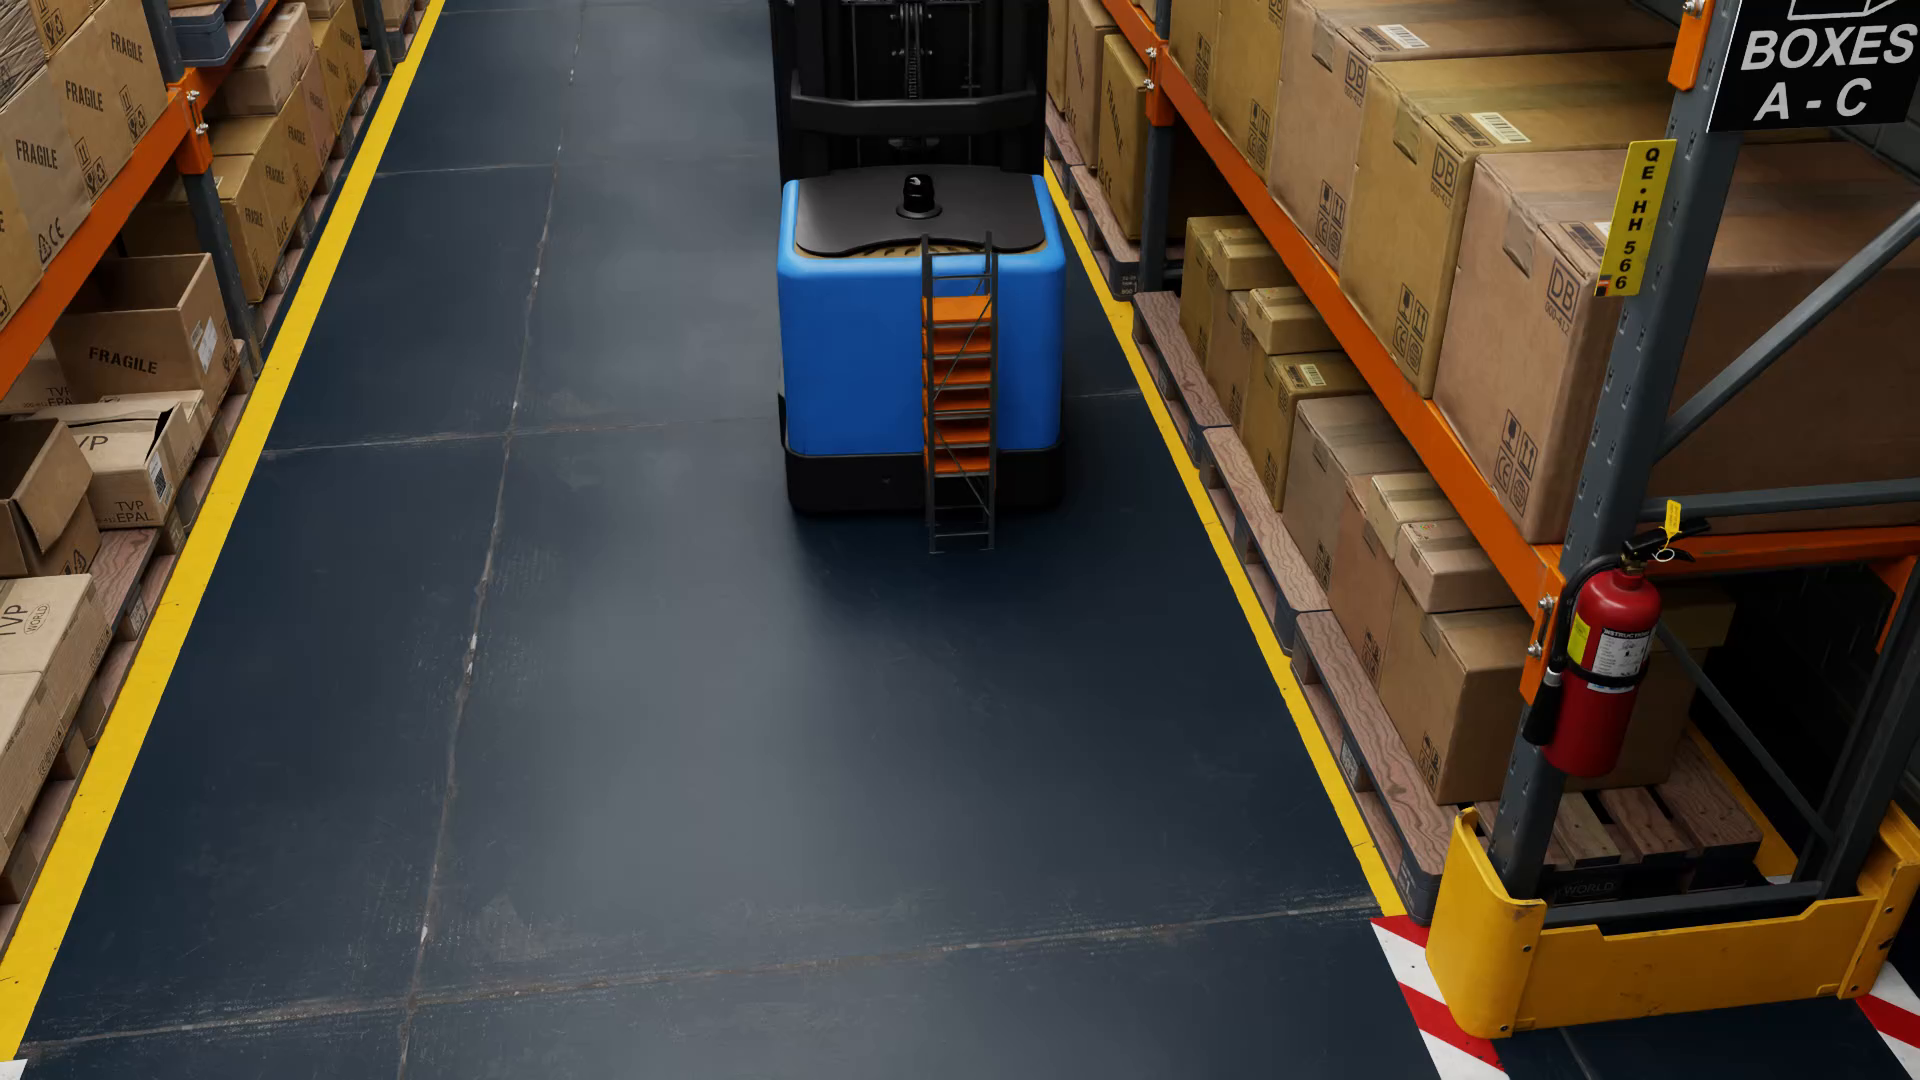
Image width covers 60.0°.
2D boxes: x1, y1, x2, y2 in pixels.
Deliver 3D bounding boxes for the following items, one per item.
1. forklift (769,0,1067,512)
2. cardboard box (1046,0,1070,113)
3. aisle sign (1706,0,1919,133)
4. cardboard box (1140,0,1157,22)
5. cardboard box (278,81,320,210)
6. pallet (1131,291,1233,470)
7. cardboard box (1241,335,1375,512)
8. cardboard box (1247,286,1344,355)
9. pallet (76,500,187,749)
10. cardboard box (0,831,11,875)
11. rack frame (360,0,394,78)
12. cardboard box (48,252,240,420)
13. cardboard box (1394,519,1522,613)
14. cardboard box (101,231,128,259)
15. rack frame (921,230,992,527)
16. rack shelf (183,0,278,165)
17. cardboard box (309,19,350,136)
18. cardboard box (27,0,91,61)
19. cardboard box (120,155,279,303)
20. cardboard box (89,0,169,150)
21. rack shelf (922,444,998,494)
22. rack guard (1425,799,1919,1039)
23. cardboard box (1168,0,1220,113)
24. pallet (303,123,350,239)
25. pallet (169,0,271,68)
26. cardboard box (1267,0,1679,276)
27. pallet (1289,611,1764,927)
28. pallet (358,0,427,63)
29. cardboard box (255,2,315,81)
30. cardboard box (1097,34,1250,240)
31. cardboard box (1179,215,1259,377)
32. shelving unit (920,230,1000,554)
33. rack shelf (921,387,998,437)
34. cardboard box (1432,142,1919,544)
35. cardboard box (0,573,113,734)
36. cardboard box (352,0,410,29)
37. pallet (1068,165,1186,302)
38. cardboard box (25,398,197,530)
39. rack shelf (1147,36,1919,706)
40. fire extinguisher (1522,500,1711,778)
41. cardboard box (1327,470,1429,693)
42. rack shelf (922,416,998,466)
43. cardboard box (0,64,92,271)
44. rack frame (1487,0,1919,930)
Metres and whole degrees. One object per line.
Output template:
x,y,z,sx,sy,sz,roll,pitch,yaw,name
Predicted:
-0.212,-2.123,6.763,1.130,2.935,3.031,-2,34,-3,forklift
0.874,-2.926,9.415,0.750,0.750,0.750,-5,35,-7,cardboard box
1.582,-1.097,2.888,0.394,0.787,0.004,-4,35,-6,aisle sign
1.005,-2.390,7.298,0.380,0.149,0.250,-4,34,-6,cardboard box
-3.543,-1.954,8.283,0.500,0.500,0.500,-4,34,-6,cardboard box
1.356,-0.735,7.142,1.003,0.211,1.213,-4,35,-6,pallet
1.461,-0.466,6.117,0.700,0.500,0.500,-4,34,-5,cardboard box
1.266,-0.805,6.039,0.380,0.149,0.250,-5,35,-8,cardboard box
-3.318,0.277,5.656,1.003,0.211,1.213,-4,35,-6,pallet
-2.788,0.881,4.418,0.380,0.166,0.250,-4,35,-6,cardboard box
-4.115,-4.173,9.709,1.000,3.000,0.127,-4,35,-6,rack frame
-3.219,-0.793,6.579,0.500,0.500,0.500,-4,35,-6,cardboard box
1.478,0.065,4.762,0.380,0.149,0.250,-5,35,-7,cardboard box
-3.927,-1.343,7.386,0.500,0.500,0.500,-5,35,-7,cardboard box
-0.011,-0.553,5.997,0.240,1.200,0.006,-3,34,-5,rack frame
-3.846,-2.759,8.274,1.077,0.370,4.000,-4,35,-6,rack shelf
-3.687,-2.529,9.126,0.500,0.500,0.500,-6,35,-8,cardboard box
-3.181,-1.847,5.320,0.500,0.500,0.500,-5,35,-7,cardboard box
-3.400,-1.378,7.437,0.500,0.500,0.500,-6,35,-9,cardboard box
-3.255,-1.722,6.025,0.500,0.500,0.500,-4,34,-6,cardboard box
-0.002,-0.267,6.082,0.258,0.103,0.180,-3,34,-5,rack shelf
1.873,0.961,4.396,1.175,0.500,0.348,-4,35,-6,rack guard
1.388,-2.138,6.457,0.980,0.700,0.700,-4,34,-6,cardboard box
-3.891,-1.922,8.882,1.003,0.211,1.213,-4,35,-6,pallet
-3.576,-2.315,7.155,1.003,0.211,1.213,-4,35,-6,pallet
1.588,-1.325,5.264,0.980,0.700,0.700,-6,35,-9,cardboard box
1.684,0.626,5.144,1.003,0.211,1.213,-4,35,-6,pallet
-4.187,-3.483,11.173,1.003,0.211,1.213,-4,35,-6,pallet
-3.603,-2.526,8.456,0.500,0.250,0.500,-5,35,-7,cardboard box
1.115,-1.956,7.993,0.750,0.750,0.750,-4,34,-6,cardboard box
1.330,-1.033,6.950,0.700,0.500,0.500,-4,34,-6,cardboard box
-0.002,-0.502,5.921,0.258,1.200,0.189,-3,34,-5,shelving unit
-0.002,-0.465,5.946,0.258,0.103,0.180,-3,34,-5,rack shelf
1.791,-0.494,4.044,0.980,0.700,0.700,-3,34,-4,cardboard box
-2.965,0.363,5.105,0.500,0.250,0.500,-4,35,-6,cardboard box
-3.894,-3.525,10.827,0.500,0.250,0.500,-4,35,-7,cardboard box
1.153,-1.590,8.396,1.003,0.211,1.213,-4,35,-6,pallet
-3.118,-0.296,6.018,0.500,0.311,0.500,-4,35,-6,cardboard box
1.600,-0.905,5.552,1.077,0.370,4.000,-4,35,-6,rack shelf
1.432,0.219,3.664,0.296,0.674,0.183,-4,35,-6,fire extinguisher
1.609,0.111,5.270,0.700,0.500,0.500,-4,35,-7,cardboard box
-0.002,-0.366,6.014,0.258,0.103,0.180,-3,34,-5,rack shelf
-3.113,-1.148,5.183,0.500,0.500,0.500,-4,34,-5,cardboard box
1.869,-0.086,3.712,1.000,3.000,0.127,-4,35,-6,rack frame
